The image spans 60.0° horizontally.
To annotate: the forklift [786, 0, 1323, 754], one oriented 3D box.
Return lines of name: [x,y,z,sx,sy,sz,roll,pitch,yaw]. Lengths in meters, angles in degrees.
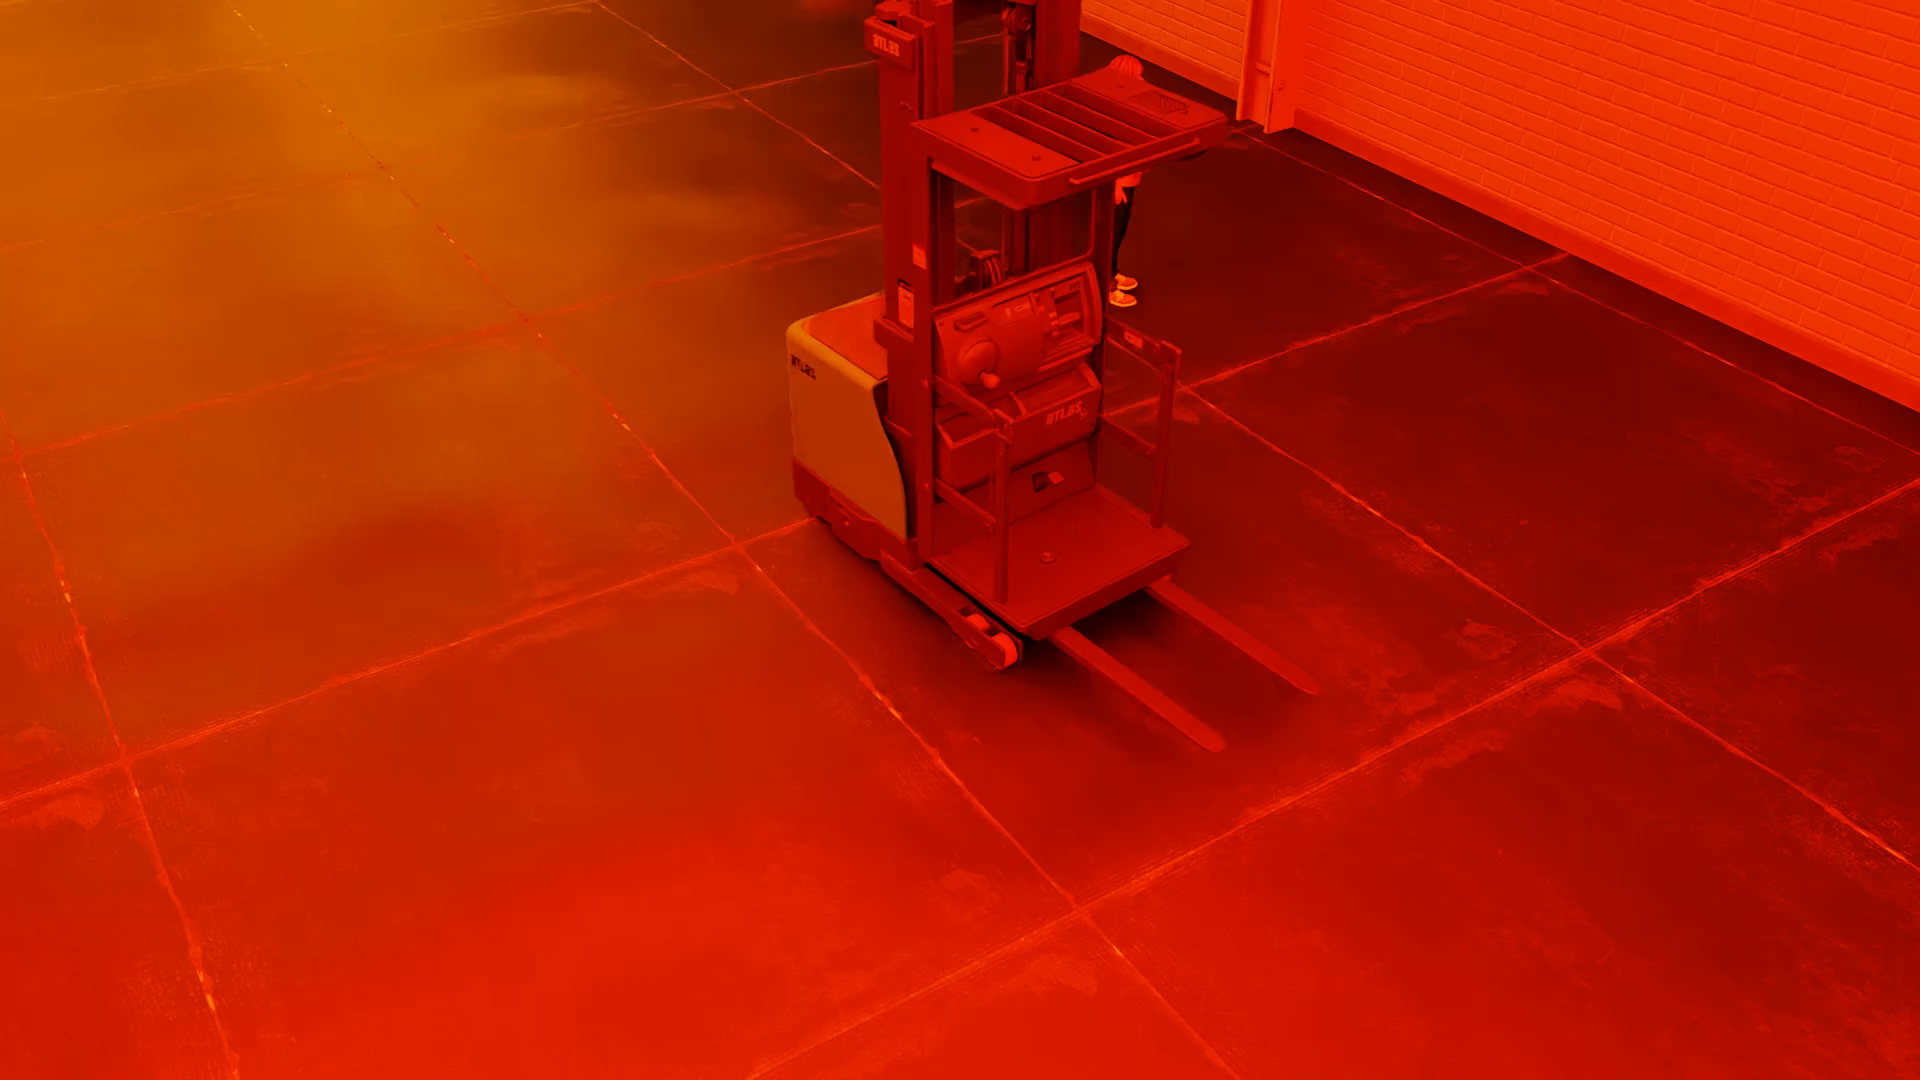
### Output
forklift: [0.411,-0.917,7.453,1.130,2.935,3.031,-24,42,-30]

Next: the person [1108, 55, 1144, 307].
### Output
person: [1.026,-2.290,10.565,0.316,1.603,0.415,6,36,8]
